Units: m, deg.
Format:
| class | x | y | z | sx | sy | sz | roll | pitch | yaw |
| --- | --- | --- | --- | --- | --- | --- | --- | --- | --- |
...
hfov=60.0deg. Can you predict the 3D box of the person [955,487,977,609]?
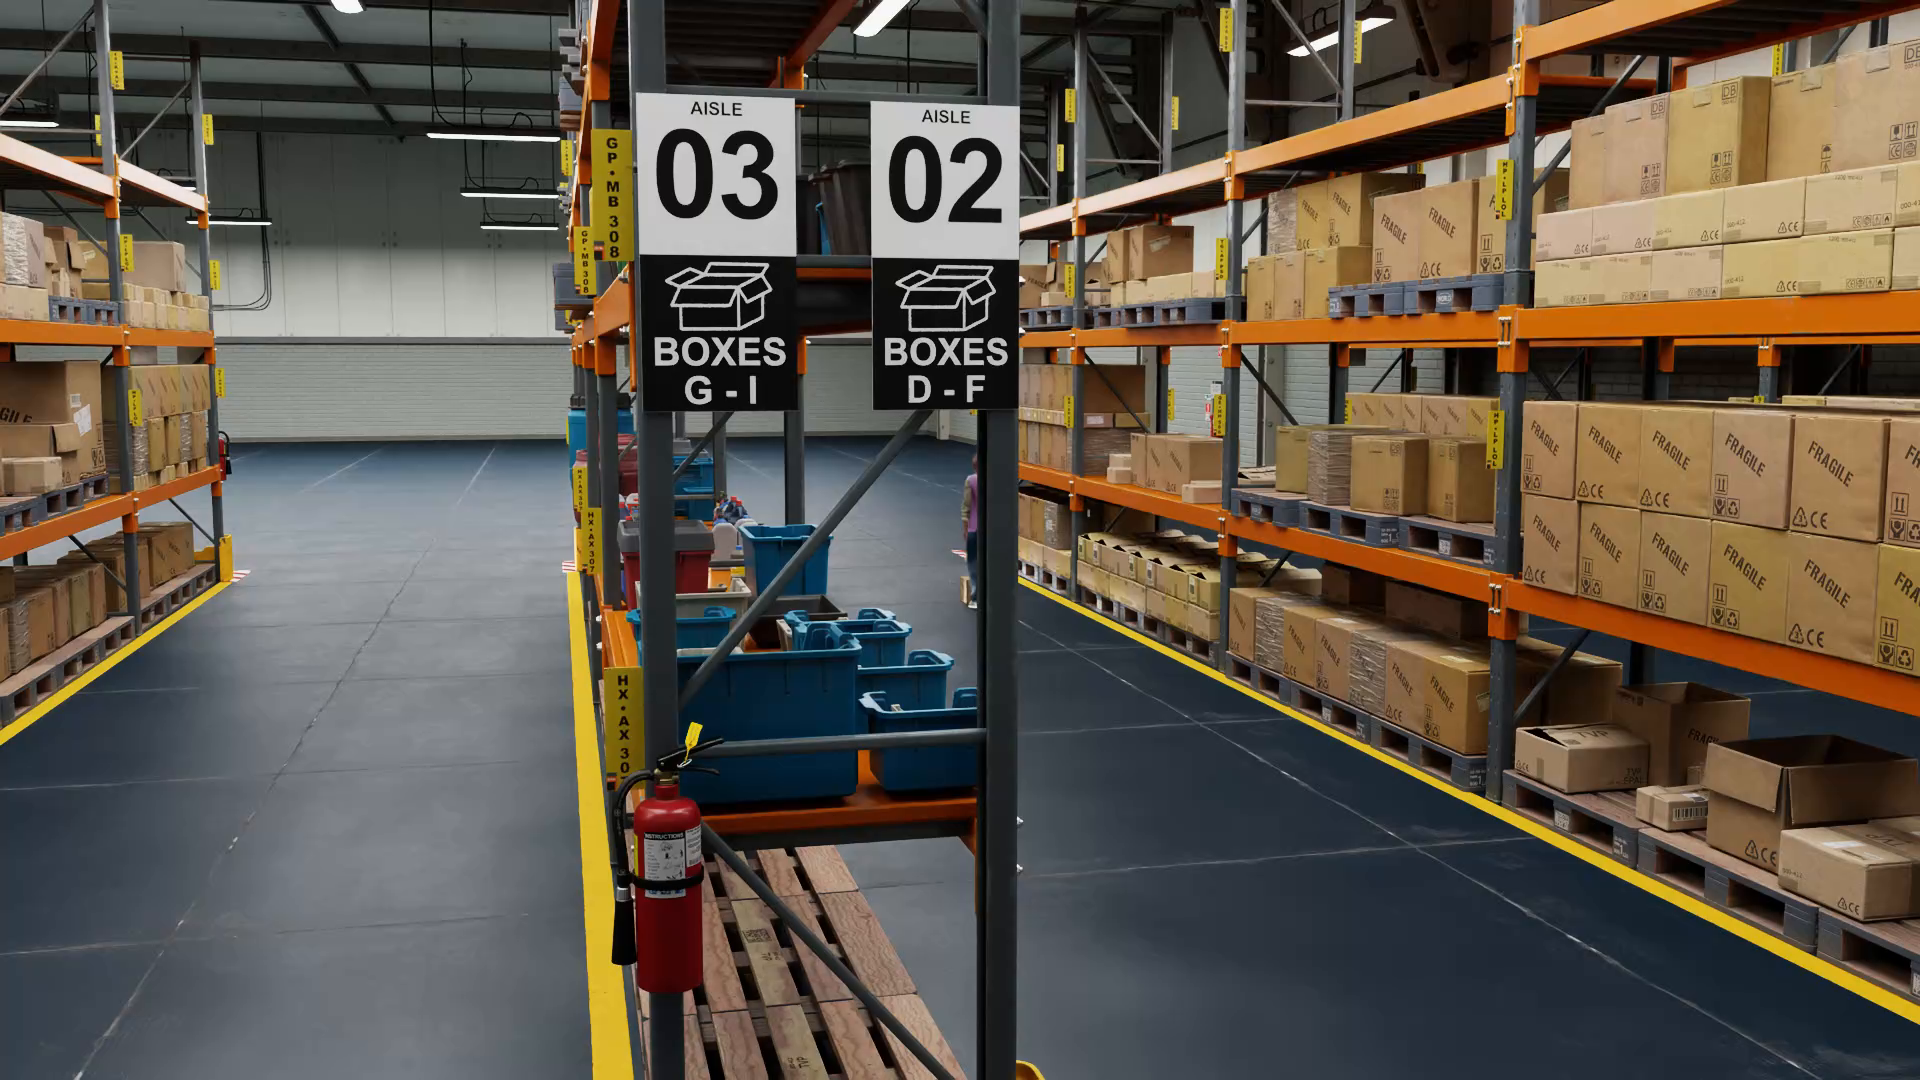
| class | x | y | z | sx | sy | sz | roll | pitch | yaw |
| --- | --- | --- | --- | --- | --- | --- | --- | --- | --- |
| person | 0.204 | 0.101 | 16.844 | 0.463 | 1.187 | 0.701 | -1 | 6 | -10 |
